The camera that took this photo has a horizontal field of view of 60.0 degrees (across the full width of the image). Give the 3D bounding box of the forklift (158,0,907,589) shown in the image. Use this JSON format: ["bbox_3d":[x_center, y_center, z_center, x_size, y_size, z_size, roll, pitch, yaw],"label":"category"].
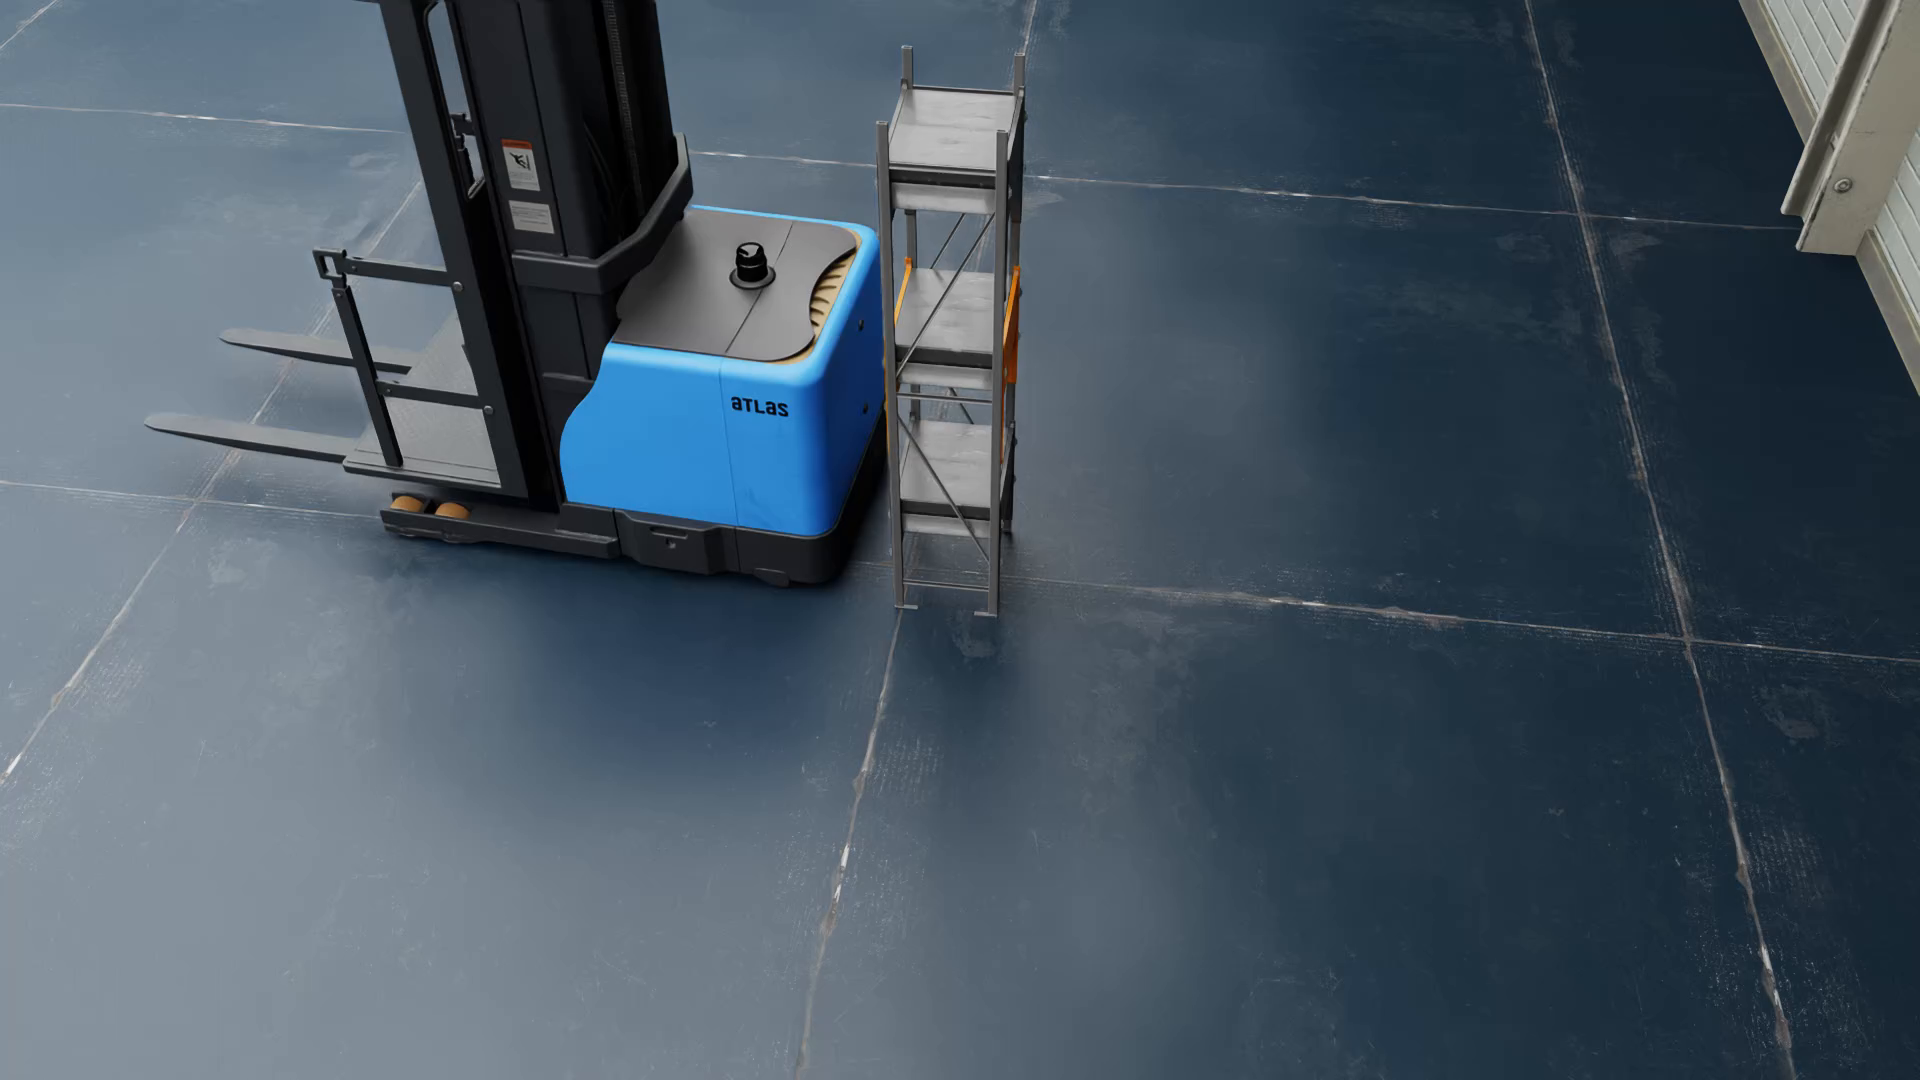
[{"bbox_3d":[-1.796,-1.387,6.084,3.031,2.935,1.130,8,44,9],"label":"forklift"}]

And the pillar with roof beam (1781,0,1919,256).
[{"bbox_3d":[0.078,-5.215,5.713,9.100,9.000,0.400,5,44,6],"label":"pillar with roof beam"}]

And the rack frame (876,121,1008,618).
[{"bbox_3d":[-0.054,-0.483,5.733,0.400,2.100,0.015,5,44,6],"label":"rack frame"}]

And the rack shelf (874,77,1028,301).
[{"bbox_3d":[-0.022,-1.148,5.437,0.431,0.518,0.480,5,44,6],"label":"rack shelf"}]

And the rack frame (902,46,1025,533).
[{"bbox_3d":[0.010,-0.816,6.085,0.400,2.100,0.015,5,44,6],"label":"rack frame"}]

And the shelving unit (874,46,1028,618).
[{"bbox_3d":[-0.022,-0.650,5.909,0.431,2.100,0.503,5,44,6],"label":"shelving unit"}]

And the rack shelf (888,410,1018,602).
[{"bbox_3d":[-0.022,-0.131,6.400,0.431,0.518,0.480,5,44,6],"label":"rack shelf"}]

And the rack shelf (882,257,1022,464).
[{"bbox_3d":[-0.022,-0.640,5.918,0.431,0.518,0.480,5,44,6],"label":"rack shelf"}]
